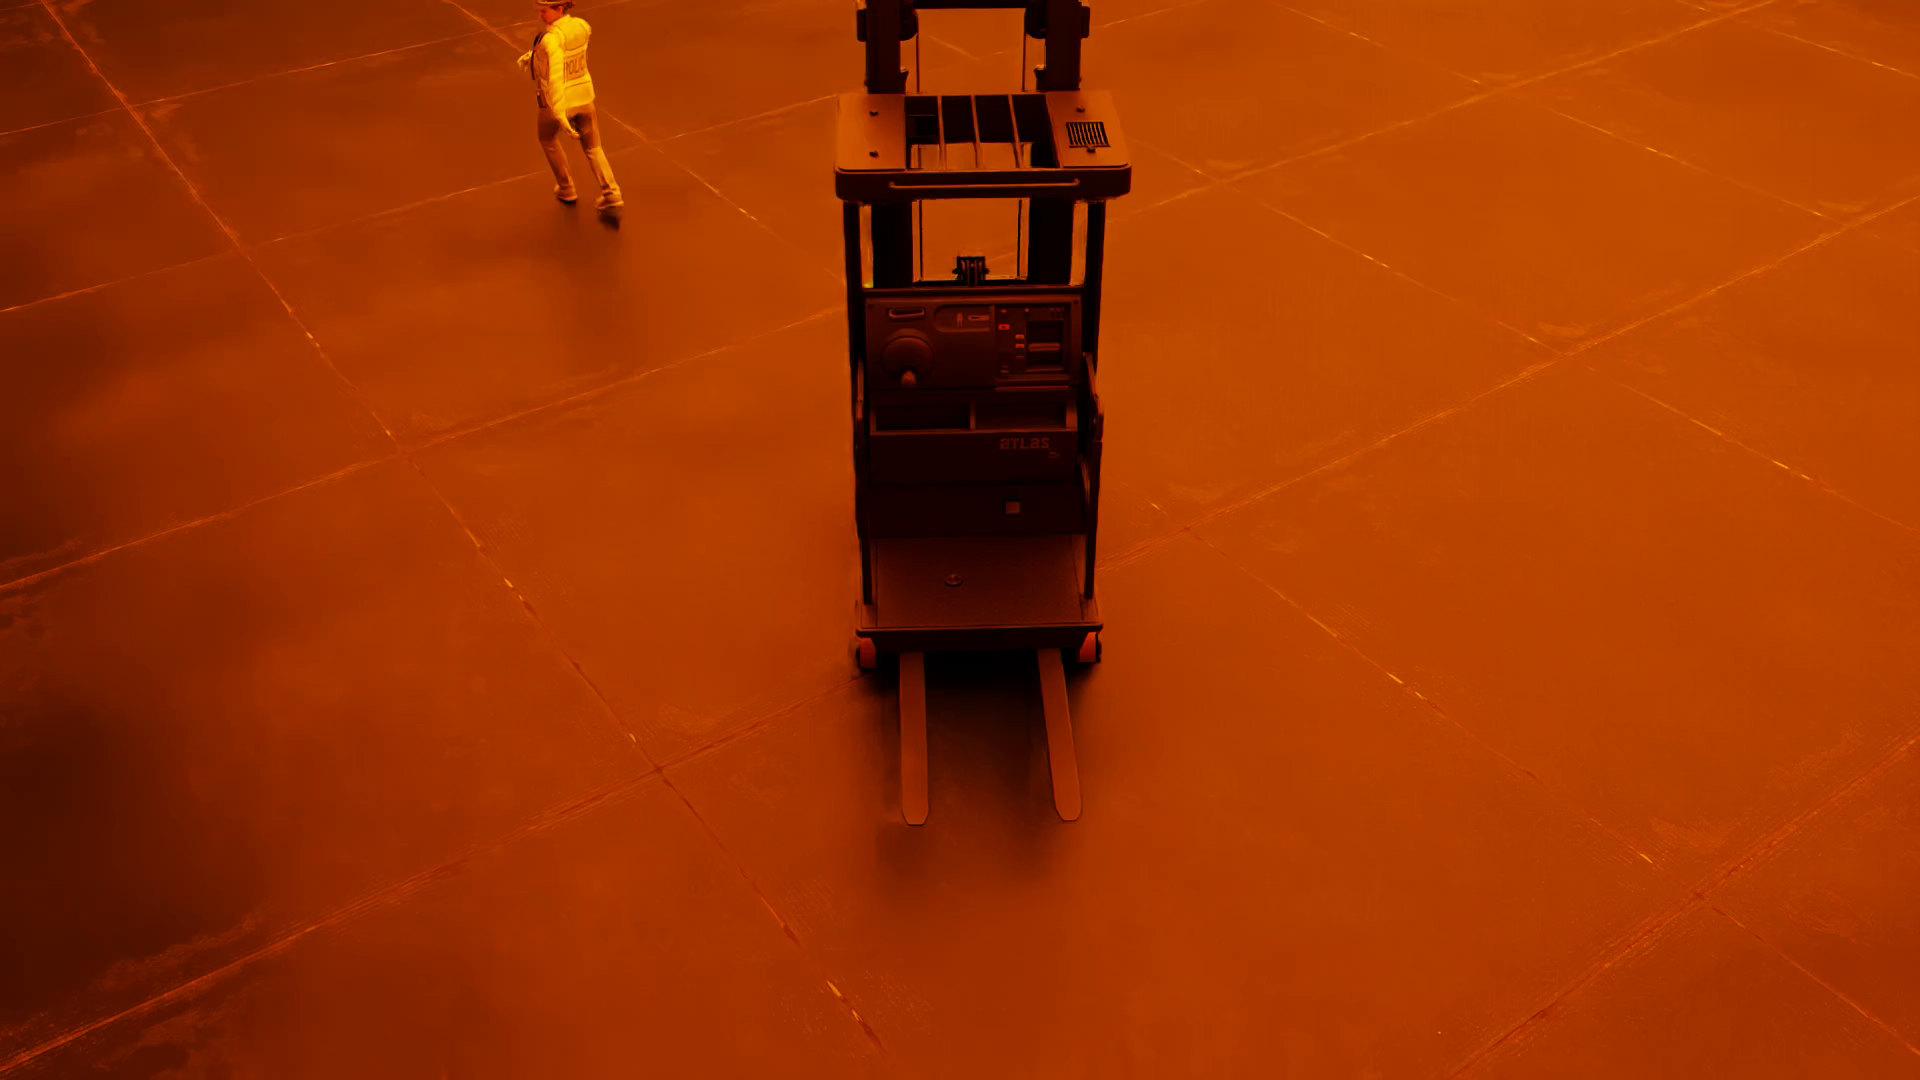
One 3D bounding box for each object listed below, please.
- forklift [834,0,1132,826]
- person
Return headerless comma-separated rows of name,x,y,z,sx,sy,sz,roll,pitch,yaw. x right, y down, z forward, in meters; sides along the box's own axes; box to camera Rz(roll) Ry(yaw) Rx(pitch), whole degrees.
forklift,0.070,-0.787,7.009,1.130,2.935,3.031,-1,37,-2
person,-2.616,-2.913,11.043,0.530,1.582,0.815,-29,45,-33
